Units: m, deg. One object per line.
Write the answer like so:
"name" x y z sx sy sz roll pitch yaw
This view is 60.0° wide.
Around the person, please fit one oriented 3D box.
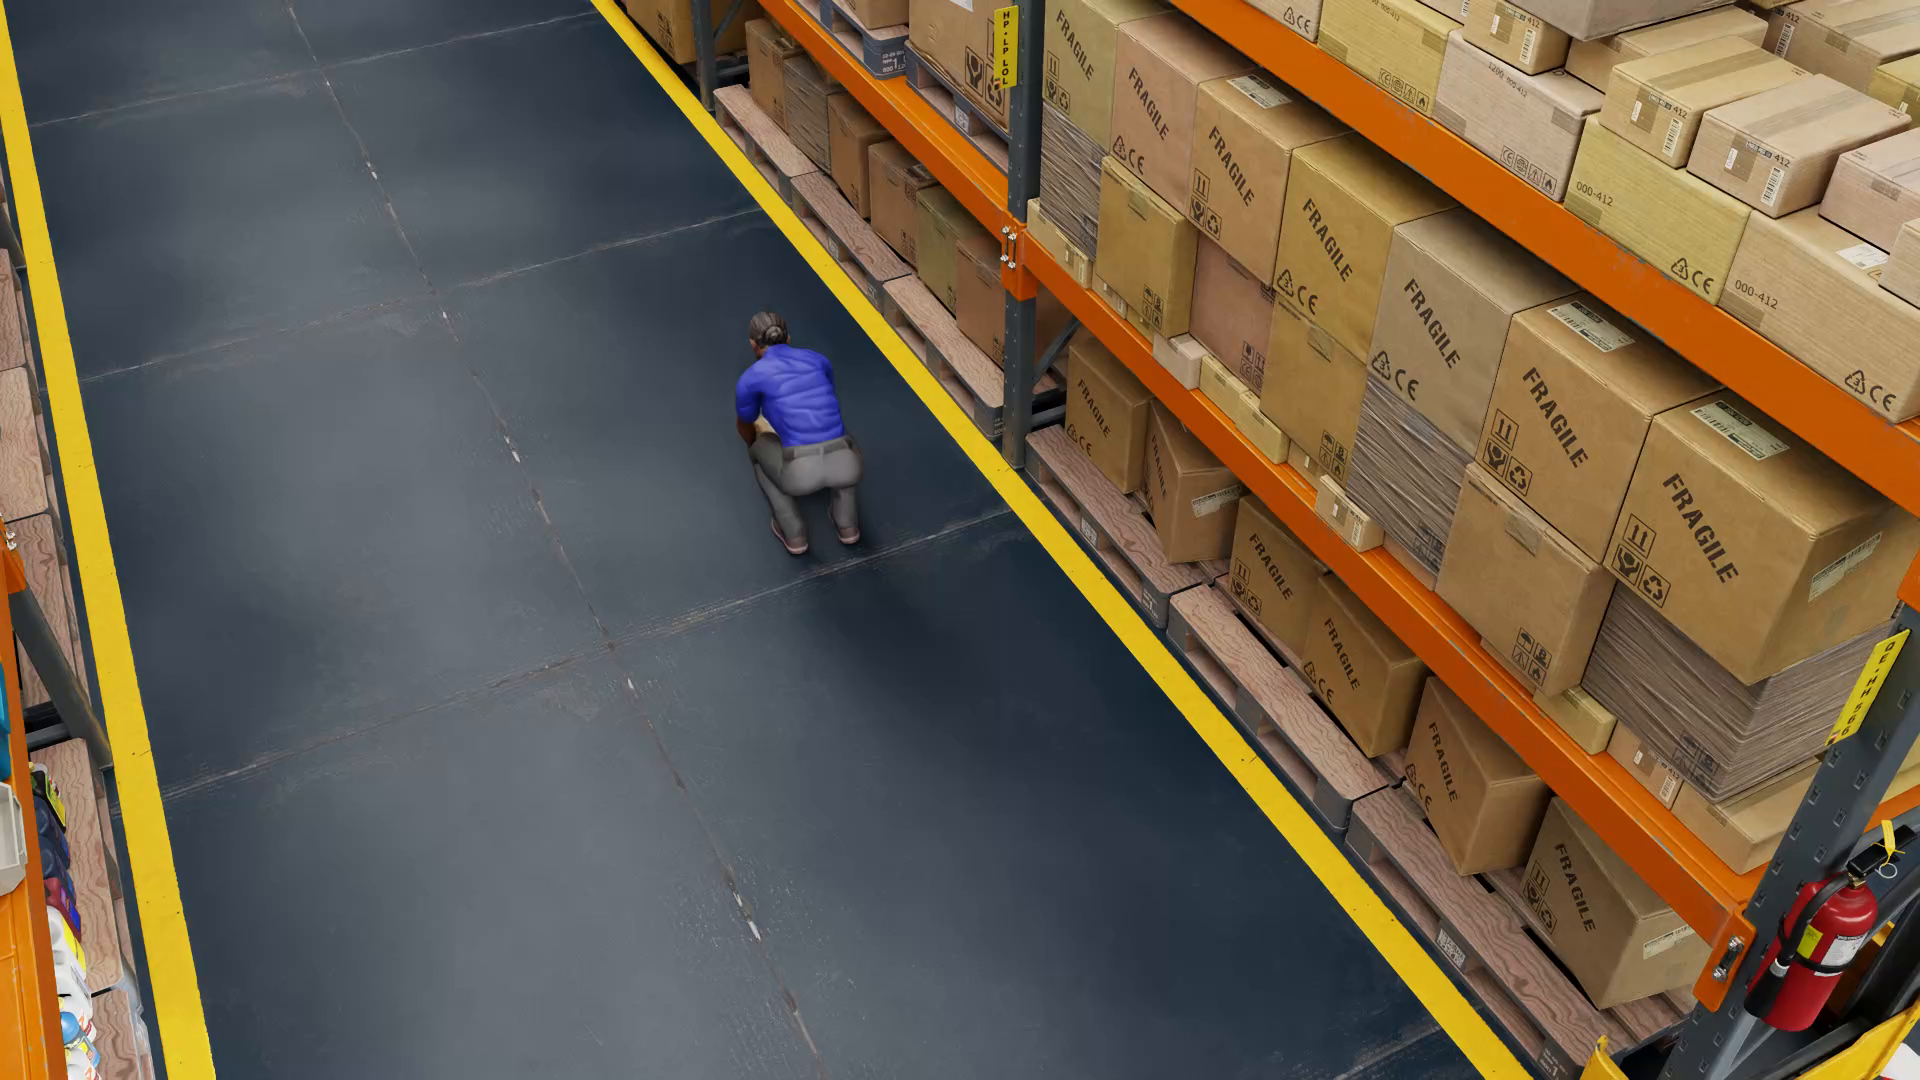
"person" -0.701 -0.454 7.245 0.483 0.911 0.818 -12 43 -13
